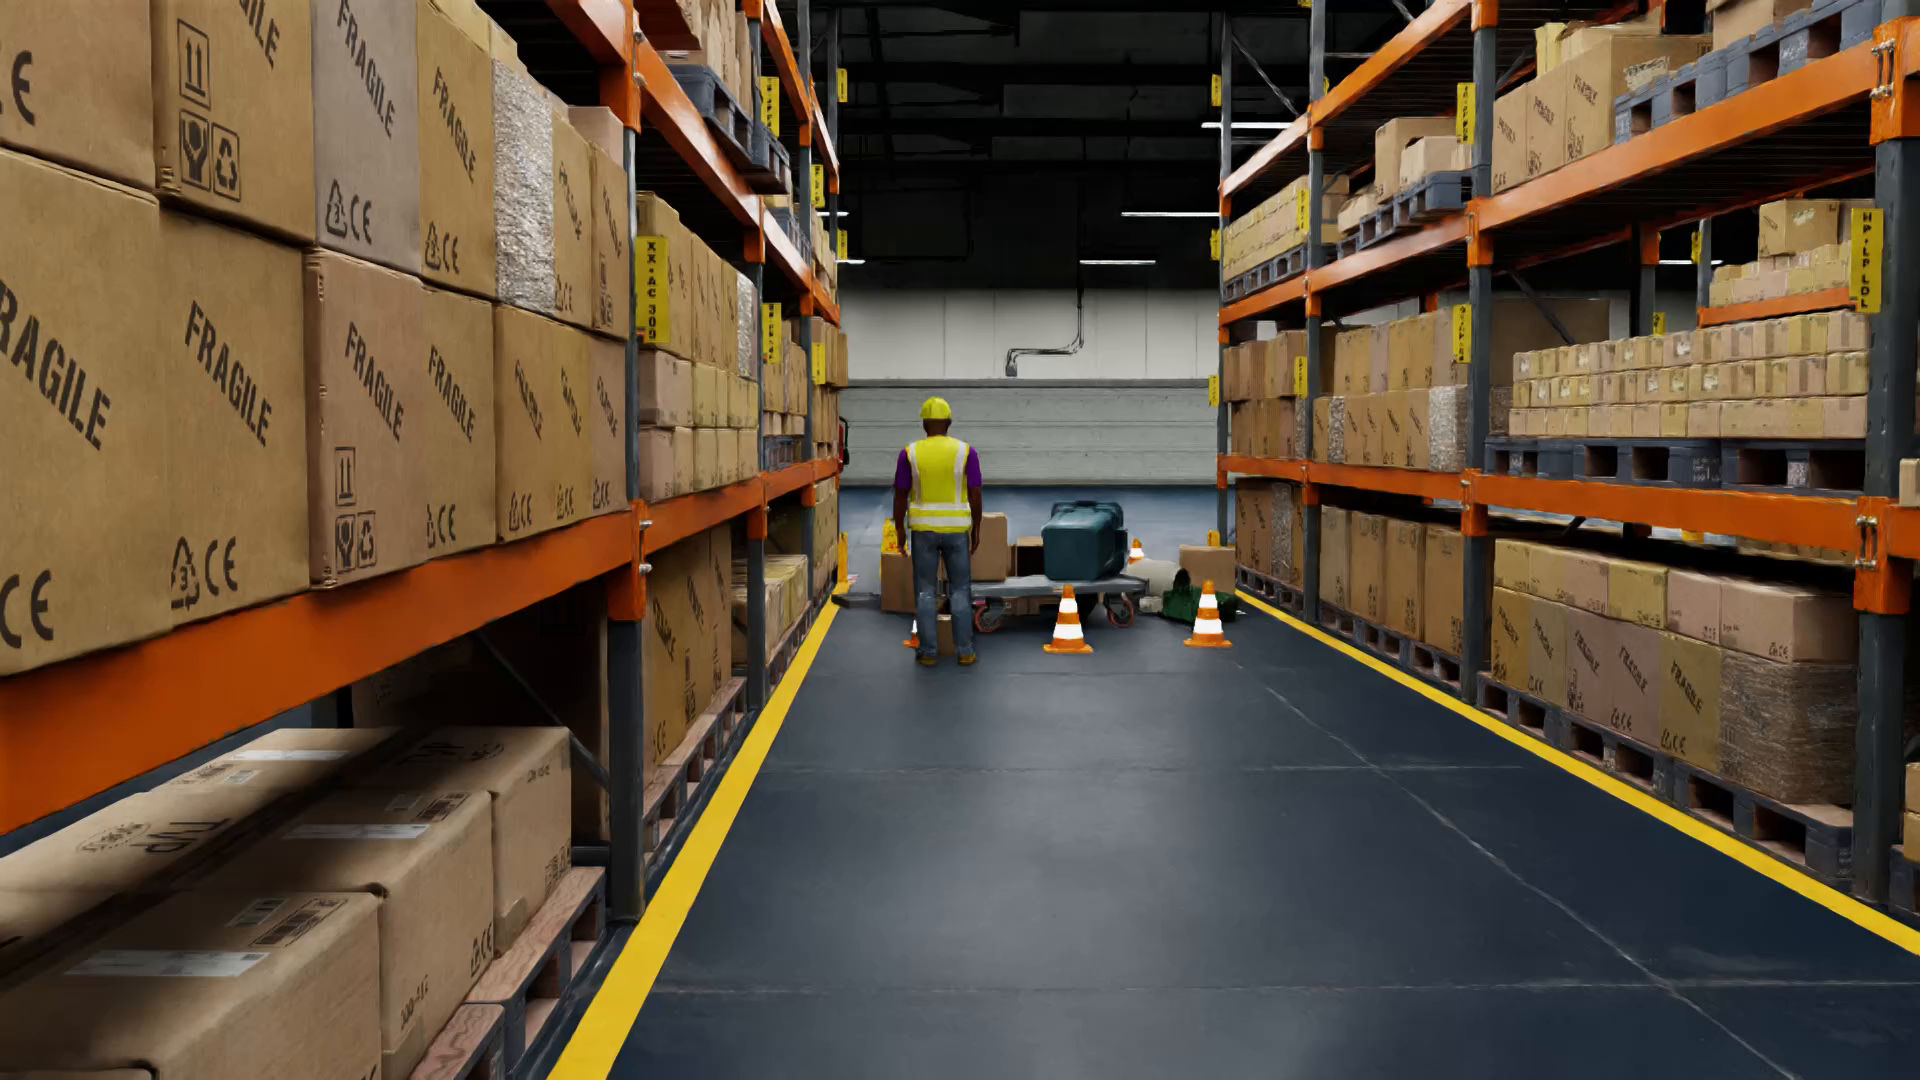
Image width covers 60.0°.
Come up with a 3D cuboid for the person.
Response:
[{"bbox_3d":[-0.146,-0.065,11.031,0.586,1.768,0.426,0,4,0],"label":"person"}]
